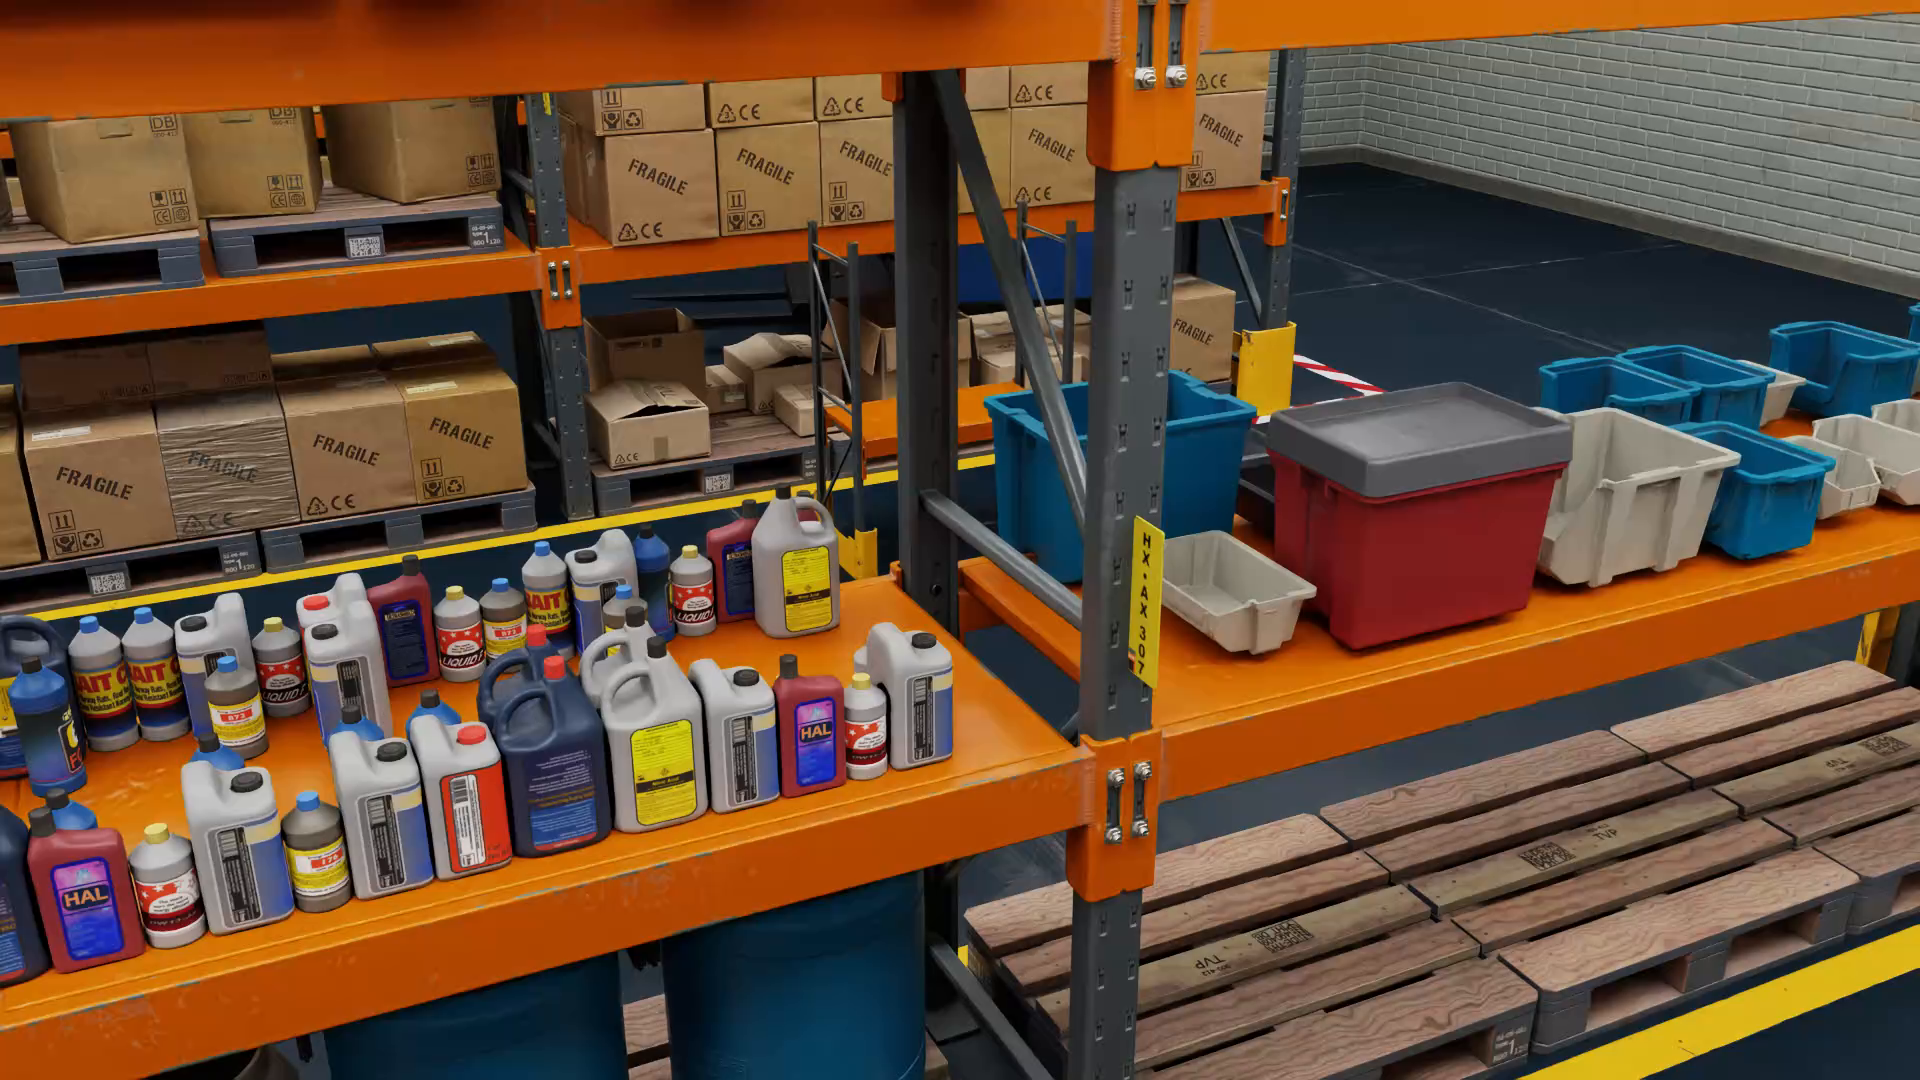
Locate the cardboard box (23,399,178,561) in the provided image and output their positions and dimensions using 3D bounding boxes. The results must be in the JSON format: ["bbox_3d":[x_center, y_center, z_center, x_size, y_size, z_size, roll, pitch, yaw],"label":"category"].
[{"bbox_3d":[-3.706,-0.270,7.173,0.500,0.500,0.500,-11,25,-25],"label":"cardboard box"}]

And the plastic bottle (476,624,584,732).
[{"bbox_3d":[-0.798,0.327,3.102,0.185,0.351,0.144,-10,25,-24],"label":"plastic bottle"}]

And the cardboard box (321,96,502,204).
[{"bbox_3d":[-2.551,-1.888,7.709,0.700,0.500,0.500,21,30,41],"label":"cardboard box"}]

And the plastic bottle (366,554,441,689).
[{"bbox_3d":[-1.198,0.173,3.562,0.133,0.283,0.061,-10,25,-24],"label":"plastic bottle"}]

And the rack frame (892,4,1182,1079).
[{"bbox_3d":[0.118,0.058,3.687,0.127,3.000,1.000,-10,25,-24],"label":"rack frame"}]

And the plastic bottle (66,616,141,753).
[{"bbox_3d":[-1.712,0.281,3.317,0.097,0.271,0.097,0,22,0],"label":"plastic bottle"}]

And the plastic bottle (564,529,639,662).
[{"bbox_3d":[-0.794,0.122,3.696,0.135,0.276,0.152,-10,25,-24],"label":"plastic bottle"}]

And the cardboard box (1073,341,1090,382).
[{"bbox_3d":[0.790,-0.996,9.363,0.250,0.166,0.380,-10,25,-24],"label":"cardboard box"}]

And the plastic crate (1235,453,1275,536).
[{"bbox_3d":[1.010,-0.120,4.400,0.590,0.125,0.437,-10,25,-24],"label":"plastic crate"}]

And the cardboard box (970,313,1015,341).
[{"bbox_3d":[0.063,-1.087,9.475,0.500,0.250,0.500,-10,25,-24],"label":"cardboard box"}]

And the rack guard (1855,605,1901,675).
[{"bbox_3d":[3.738,0.541,5.788,0.348,0.500,1.175,-10,25,-24],"label":"rack guard"}]

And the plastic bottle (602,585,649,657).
[{"bbox_3d":[-0.723,0.196,3.614,0.097,0.201,0.097,0,22,0],"label":"plastic bottle"}]

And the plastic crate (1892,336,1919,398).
[{"bbox_3d":[3.032,-0.559,5.444,0.298,0.136,0.250,-10,25,-24],"label":"plastic crate"}]

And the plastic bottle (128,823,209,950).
[{"bbox_3d":[-1.304,0.561,2.733,0.097,0.201,0.097,0,22,0],"label":"plastic bottle"}]

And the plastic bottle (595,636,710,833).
[{"bbox_3d":[-0.569,0.346,3.056,0.185,0.351,0.144,-10,25,-24],"label":"plastic bottle"}]

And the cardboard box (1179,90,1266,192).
[{"bbox_3d":[1.291,-2.191,8.990,0.500,0.500,0.500,-10,24,-22],"label":"cardboard box"}]

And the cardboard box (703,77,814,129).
[{"bbox_3d":[-1.016,-2.224,7.764,0.500,0.500,0.500,-11,25,-25],"label":"cardboard box"}]

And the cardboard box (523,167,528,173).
[{"bbox_3d":[-3.007,-2.566,12.746,0.500,0.500,0.700,-11,25,-24],"label":"cardboard box"}]

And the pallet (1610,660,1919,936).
[{"bbox_3d":[2.962,0.807,5.525,1.213,0.211,1.003,-10,25,-24],"label":"pallet"}]

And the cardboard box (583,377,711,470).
[{"bbox_3d":[-1.555,-0.605,8.231,0.500,0.311,0.500,-10,25,-24],"label":"cardboard box"}]

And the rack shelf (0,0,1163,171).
[{"bbox_3d":[-1.684,-0.663,2.449,4.000,0.370,1.077,-10,25,-24],"label":"rack shelf"}]

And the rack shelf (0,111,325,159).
[{"bbox_3d":[-5.981,-2.692,11.271,4.000,0.370,1.077,-10,25,-24],"label":"rack shelf"}]

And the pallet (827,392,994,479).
[{"bbox_3d":[-0.307,-0.678,9.113,1.213,0.211,1.003,-10,25,-24],"label":"pallet"}]

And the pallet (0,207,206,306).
[{"bbox_3d":[-3.881,-1.221,7.029,1.213,0.211,1.003,-10,25,-24],"label":"pallet"}]

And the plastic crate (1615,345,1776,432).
[{"bbox_3d":[2.170,-0.410,4.958,0.300,0.233,0.416,-10,25,-24],"label":"plastic crate"}]

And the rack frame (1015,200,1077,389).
[{"bbox_3d":[0.381,-0.763,7.633,0.032,1.500,0.500,-10,25,-24],"label":"rack frame"}]

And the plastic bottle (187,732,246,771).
[{"bbox_3d":[-1.282,0.460,2.886,0.097,0.271,0.097,0,22,0],"label":"plastic bottle"}]

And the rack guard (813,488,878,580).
[{"bbox_3d":[-0.517,-0.020,7.472,0.087,0.250,0.587,-10,25,-24],"label":"rack guard"}]

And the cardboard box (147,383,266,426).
[{"bbox_3d":[-3.498,-0.529,7.798,0.500,0.500,0.500,-10,25,-23],"label":"cardboard box"}]

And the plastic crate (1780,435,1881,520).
[{"bbox_3d":[2.299,-0.160,4.481,0.250,0.136,0.298,-10,25,-24],"label":"plastic crate"}]

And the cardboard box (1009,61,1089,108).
[{"bbox_3d":[0.375,-2.481,8.383,0.500,0.500,0.500,-10,24,-22],"label":"cardboard box"}]

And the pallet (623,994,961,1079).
[{"bbox_3d":[-0.596,1.460,3.946,1.213,0.211,1.003,-10,25,-24],"label":"pallet"}]

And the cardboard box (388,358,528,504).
[{"bbox_3d":[-2.348,-0.517,7.770,0.500,0.500,0.500,-11,25,-24],"label":"cardboard box"}]

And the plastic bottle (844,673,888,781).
[{"bbox_3d":[-0.190,0.356,3.229,0.097,0.201,0.097,0,22,0],"label":"plastic bottle"}]

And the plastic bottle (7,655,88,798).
[{"bbox_3d":[-1.737,0.347,3.158,0.097,0.271,0.097,0,22,0],"label":"plastic bottle"}]

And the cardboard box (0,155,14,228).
[{"bbox_3d":[-4.206,-1.455,6.664,0.500,0.500,0.700,-6,23,-14],"label":"cardboard box"}]

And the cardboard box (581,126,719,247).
[{"bbox_3d":[-1.450,-1.686,7.771,0.500,0.500,0.500,-10,24,-22],"label":"cardboard box"}]

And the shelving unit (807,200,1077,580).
[{"bbox_3d":[-0.069,-0.680,7.433,1.083,1.500,0.587,-10,25,-24],"label":"shelving unit"}]

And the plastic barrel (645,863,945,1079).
[{"bbox_3d":[-0.380,0.918,3.804,0.708,0.901,0.600,-10,25,-24],"label":"plastic barrel"}]

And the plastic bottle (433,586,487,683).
[{"bbox_3d":[-1.086,0.198,3.608,0.097,0.201,0.097,0,22,0],"label":"plastic bottle"}]

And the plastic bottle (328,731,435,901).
[{"bbox_3d":[-1.002,0.459,2.881,0.135,0.276,0.152,-10,25,-24],"label":"plastic bottle"}]

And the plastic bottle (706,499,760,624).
[{"bbox_3d":[-0.518,0.048,3.864,0.133,0.283,0.061,-10,25,-24],"label":"plastic bottle"}]

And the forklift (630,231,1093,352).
[{"bbox_3d":[-0.656,-2.741,10.539,3.031,2.935,1.130,-3,23,-8],"label":"forklift"}]

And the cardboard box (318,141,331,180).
[{"bbox_3d":[-4.708,-2.404,11.897,0.750,0.750,0.750,-10,25,-23],"label":"cardboard box"}]

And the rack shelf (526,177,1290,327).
[{"bbox_3d":[-0.225,-1.649,8.751,4.000,0.370,1.077,-10,25,-24],"label":"rack shelf"}]

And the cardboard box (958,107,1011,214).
[{"bbox_3d":[-0.080,-1.939,8.382,0.500,0.500,0.500,-11,25,-24],"label":"cardboard box"}]

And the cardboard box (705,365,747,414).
[{"bbox_3d":[-1.325,-0.810,8.938,0.250,0.149,0.380,-10,25,-24],"label":"cardboard box"}]

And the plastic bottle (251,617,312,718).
[{"bbox_3d":[-1.415,0.259,3.462,0.097,0.201,0.097,0,22,0],"label":"plastic bottle"}]

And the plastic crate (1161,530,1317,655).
[{"bbox_3d":[0.599,0.125,3.793,0.243,0.136,0.396,-10,25,-24],"label":"plastic crate"}]

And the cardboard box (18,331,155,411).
[{"bbox_3d":[-3.922,-0.799,7.470,0.500,0.250,0.500,-11,25,-25],"label":"cardboard box"}]
